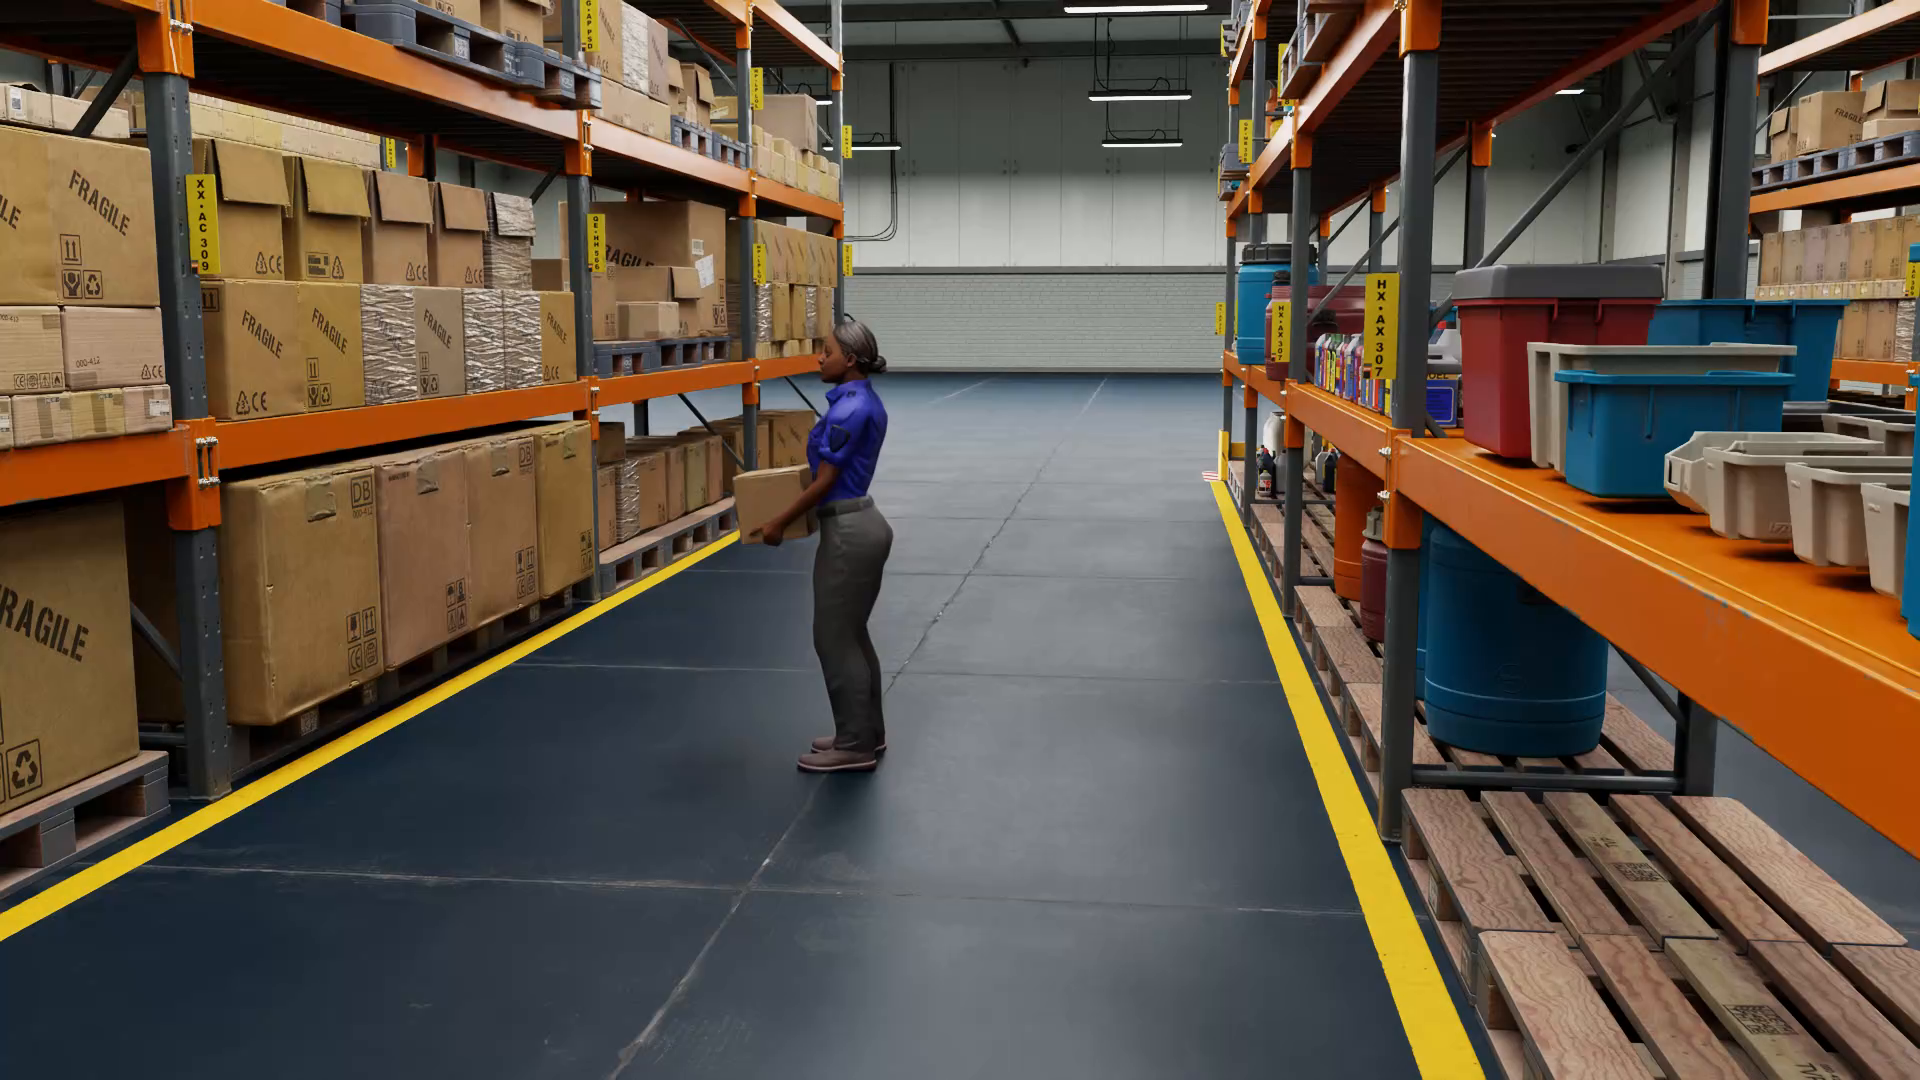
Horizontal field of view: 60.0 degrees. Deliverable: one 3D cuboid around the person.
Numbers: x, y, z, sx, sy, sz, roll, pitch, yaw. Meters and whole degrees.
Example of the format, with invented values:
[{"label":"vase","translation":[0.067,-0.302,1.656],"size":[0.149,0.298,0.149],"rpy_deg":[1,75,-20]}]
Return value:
[{"label":"person","translation":[-0.510,0.021,6.198],"size":[0.503,1.656,0.441],"rpy_deg":[1,8,6]}]
